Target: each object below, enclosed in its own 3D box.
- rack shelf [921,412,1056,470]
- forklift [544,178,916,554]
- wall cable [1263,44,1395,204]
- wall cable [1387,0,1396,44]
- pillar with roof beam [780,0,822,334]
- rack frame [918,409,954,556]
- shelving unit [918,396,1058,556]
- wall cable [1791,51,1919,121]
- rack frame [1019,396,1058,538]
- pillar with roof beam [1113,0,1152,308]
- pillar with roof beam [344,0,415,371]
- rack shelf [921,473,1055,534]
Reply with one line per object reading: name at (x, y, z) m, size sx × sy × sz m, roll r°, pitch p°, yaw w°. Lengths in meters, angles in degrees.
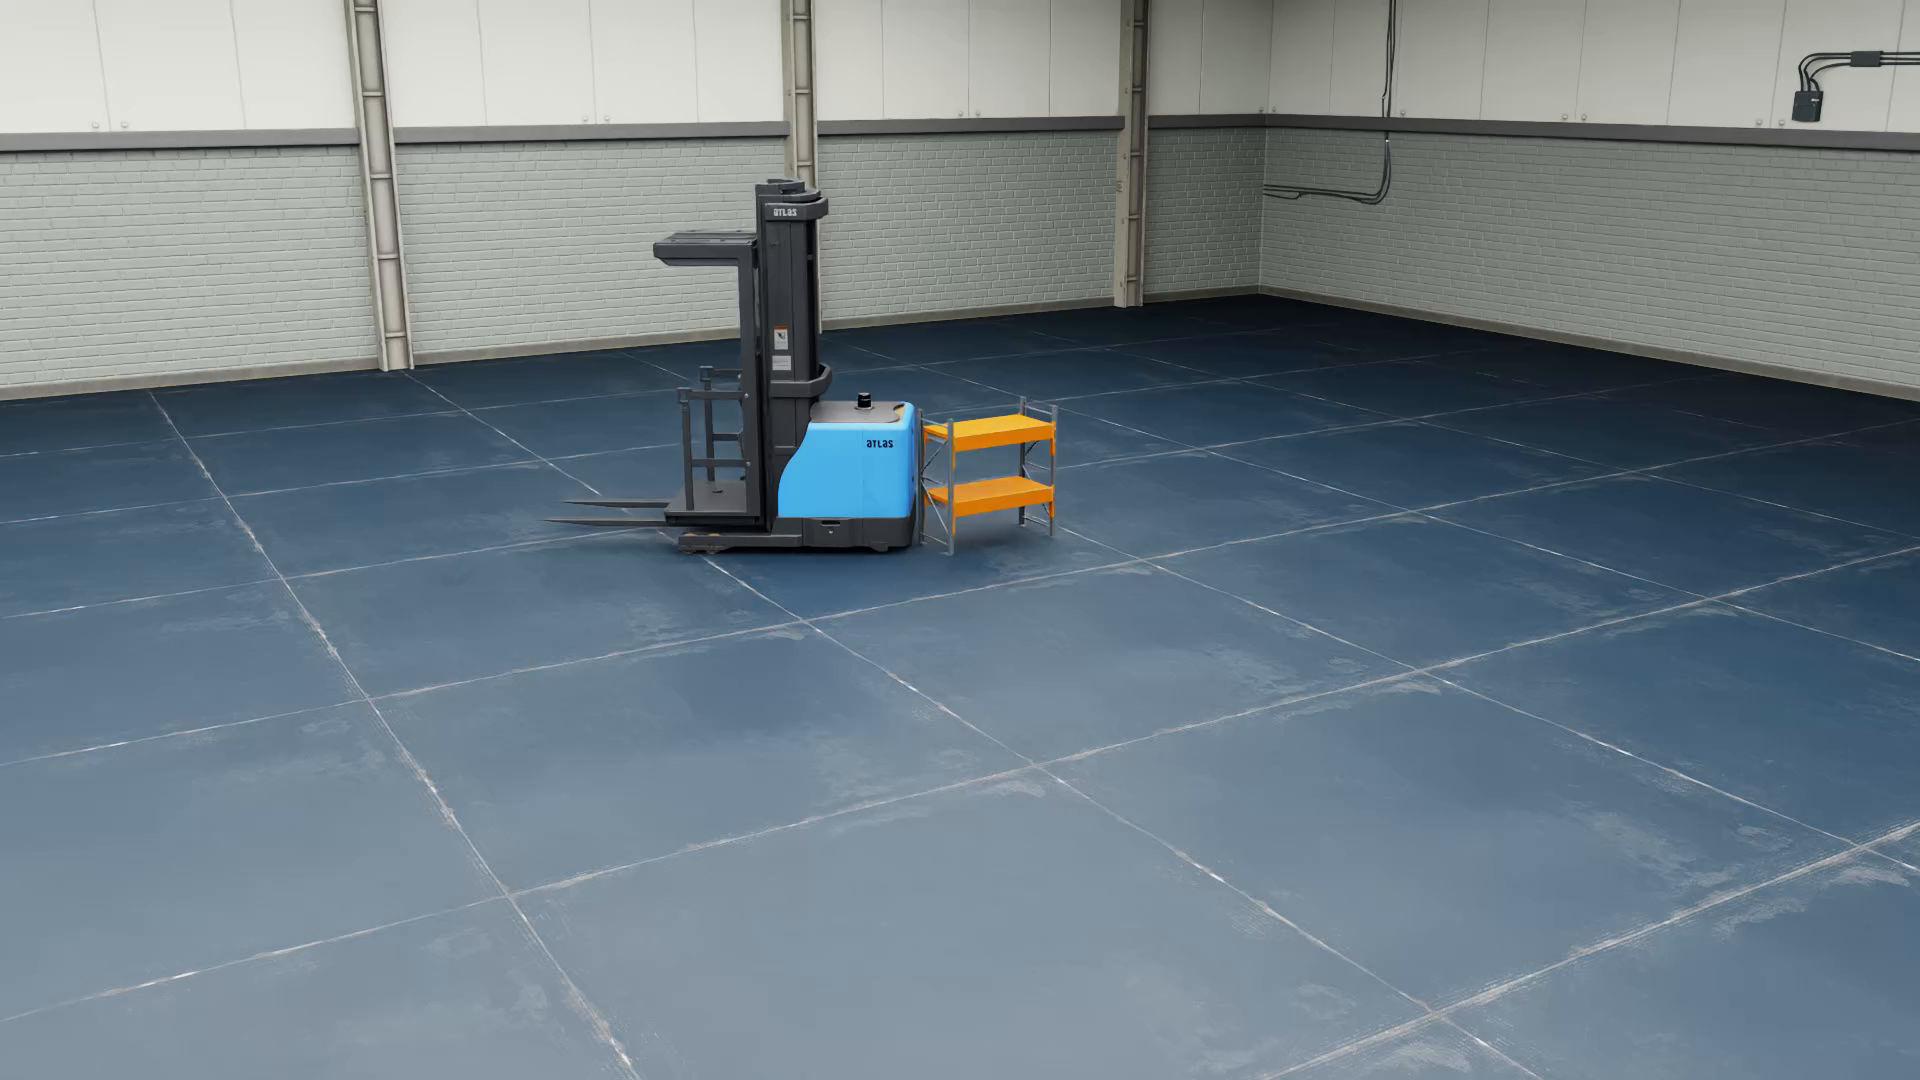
rack shelf at (0.229, -0.826, 13.687) m, size 1.000 × 0.278 × 0.538 m, roll -10°, pitch 18°, yaw -31°
forklift at (-1.903, -1.440, 13.617) m, size 3.031 × 2.935 × 1.130 m, roll 0°, pitch 16°, yaw 2°
wall cable at (6.031, -6.883, 27.545) m, size 0.112 × 2.526 × 3.097 m, roll -9°, pitch 18°, yaw -30°
wall cable at (7.425, -8.689, 24.630) m, size 0.112 × 2.526 × 3.097 m, roll -9°, pitch 18°, yaw -30°
pillar with roof beam at (-0.101, -6.444, 20.227) m, size 0.400 × 9.000 × 9.100 m, roll -9°, pitch 18°, yaw -30°
rack frame at (-0.198, -0.469, 13.501) m, size 0.032 × 1.125 × 0.500 m, roll -10°, pitch 18°, yaw -31°
shelving unit at (0.229, -0.544, 13.766) m, size 1.048 × 1.125 × 0.538 m, roll -10°, pitch 18°, yaw -31°
wall cable at (10.907, -7.817, 18.823) m, size 0.169 × 6.003 × 2.305 m, roll -9°, pitch 18°, yaw -30°
rack frame at (0.656, -0.618, 14.032) m, size 0.032 × 1.125 × 0.500 m, roll -10°, pitch 18°, yaw -31°
pillar with roof beam at (5.042, -7.278, 23.203) m, size 0.400 × 9.000 × 9.100 m, roll -9°, pitch 18°, yaw -30°
pillar with roof beam at (-5.244, -5.610, 17.252) m, size 0.400 × 9.000 × 9.100 m, roll -9°, pitch 18°, yaw -30°
rack shelf at (0.229, -0.308, 13.832) m, size 1.000 × 0.278 × 0.538 m, roll -10°, pitch 18°, yaw -31°
